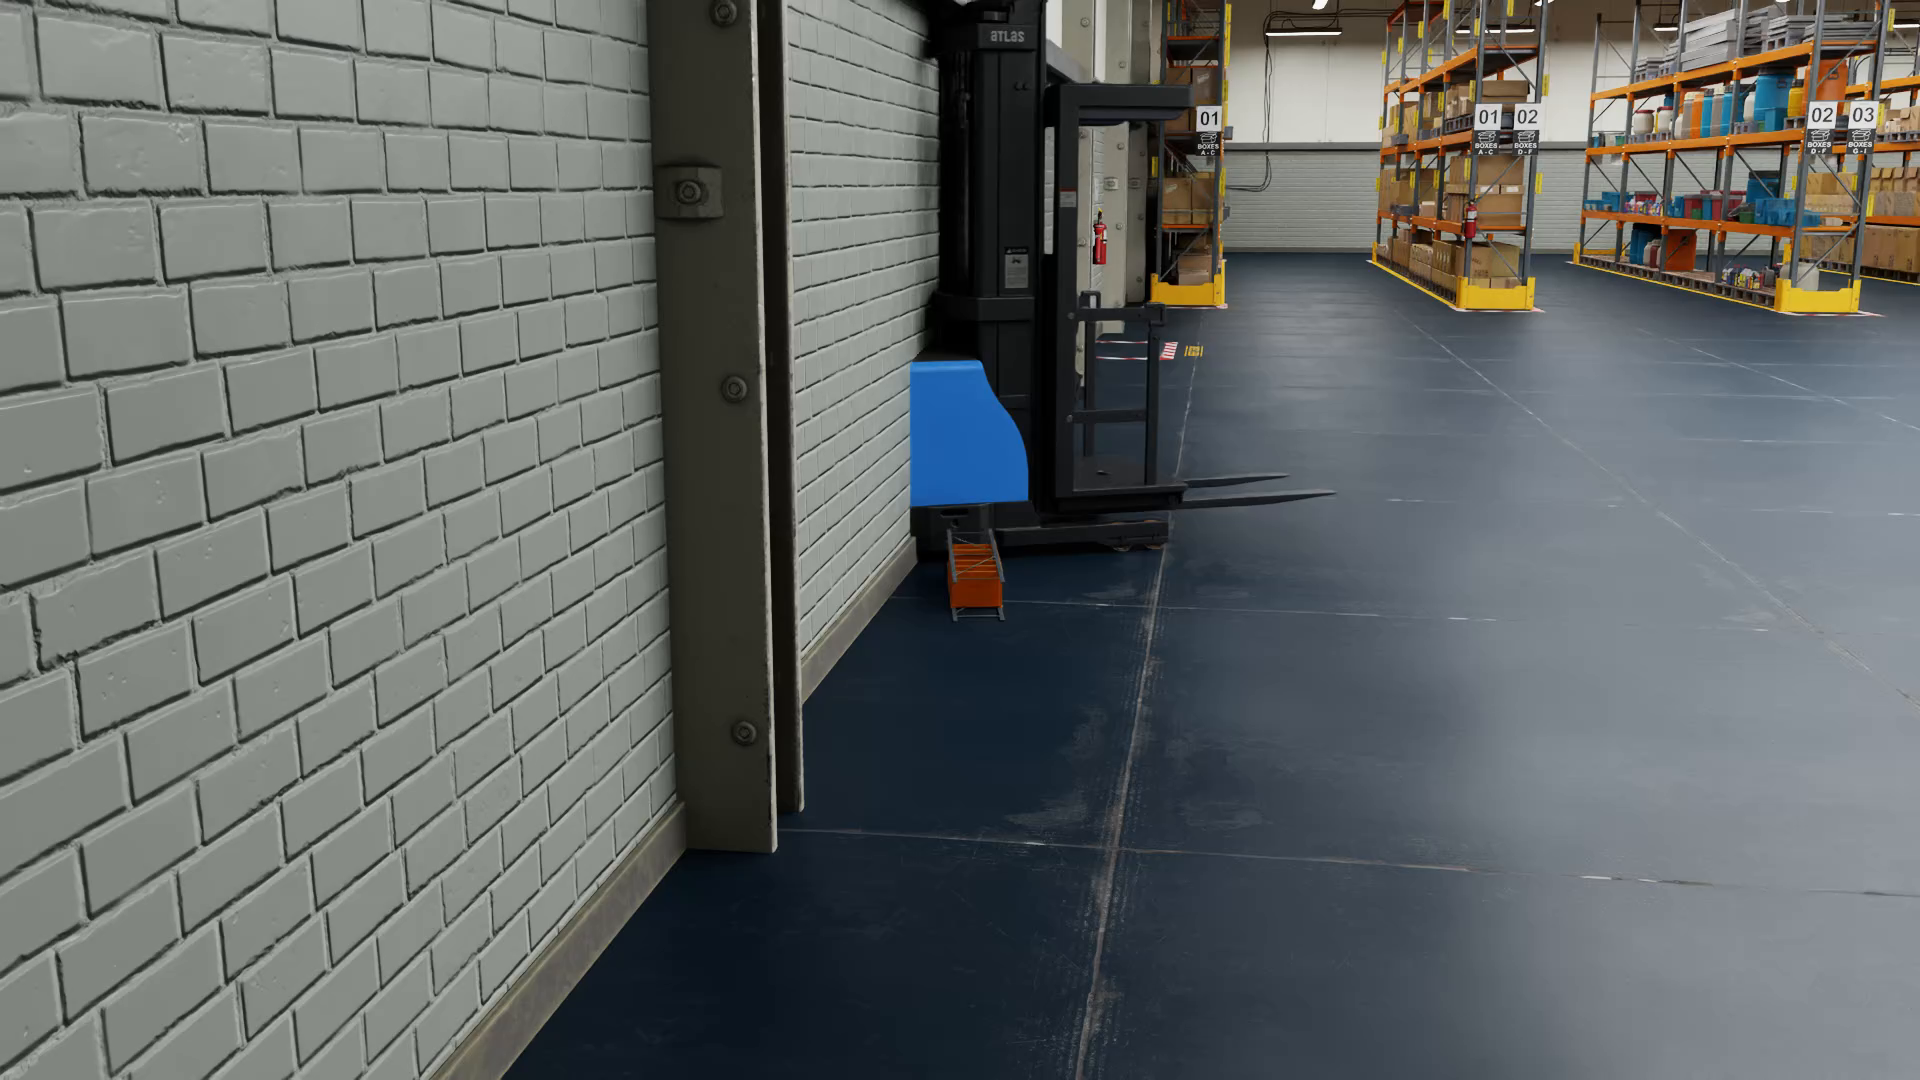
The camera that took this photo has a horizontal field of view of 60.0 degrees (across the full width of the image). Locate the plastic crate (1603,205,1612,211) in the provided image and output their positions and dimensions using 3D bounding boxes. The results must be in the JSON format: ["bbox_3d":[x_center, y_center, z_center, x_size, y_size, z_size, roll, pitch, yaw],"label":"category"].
[{"bbox_3d":[15.352,-7.830,39.191,0.293,0.136,0.466,2,12,9],"label":"plastic crate"}]

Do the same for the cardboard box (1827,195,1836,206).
[{"bbox_3d":[20.239,-7.784,38.141,0.500,0.250,0.500,2,12,10],"label":"cardboard box"}]

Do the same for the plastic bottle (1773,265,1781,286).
[{"bbox_3d":[14.307,-4.629,29.097,0.144,0.351,0.185,1,12,6],"label":"plastic bottle"}]

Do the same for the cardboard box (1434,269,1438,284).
[{"bbox_3d":[8.804,-4.724,29.824,0.500,0.250,0.500,2,12,9],"label":"cardboard box"}]

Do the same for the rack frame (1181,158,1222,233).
[{"bbox_3d":[6.207,-8.711,42.795,1.000,3.000,0.127,2,12,9],"label":"rack frame"}]

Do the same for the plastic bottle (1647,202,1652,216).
[{"bbox_3d":[14.582,-7.004,35.150,0.061,0.283,0.133,2,12,9],"label":"plastic bottle"}]

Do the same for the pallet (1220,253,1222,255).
[{"bbox_3d":[6.161,-7.179,42.305,1.003,0.211,1.213,2,12,9],"label":"pallet"}]

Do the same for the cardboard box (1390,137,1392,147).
[{"bbox_3d":[10.455,-9.430,39.366,0.500,0.250,0.500,2,12,9],"label":"cardboard box"}]

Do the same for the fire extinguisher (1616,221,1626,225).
[{"bbox_3d":[16.468,-8.187,41.431,0.296,0.674,0.183,2,12,9],"label":"fire extinguisher"}]

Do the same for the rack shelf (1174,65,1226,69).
[{"bbox_3d":[4.669,-9.015,32.622,1.077,0.370,4.000,2,12,9],"label":"rack shelf"}]

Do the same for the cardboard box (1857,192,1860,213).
[{"bbox_3d":[19.957,-7.358,36.280,0.500,0.500,0.500,2,12,9],"label":"cardboard box"}]

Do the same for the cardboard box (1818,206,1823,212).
[{"bbox_3d":[20.274,-7.724,38.808,0.380,0.149,0.250,2,12,7],"label":"cardboard box"}]

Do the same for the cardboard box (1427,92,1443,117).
[{"bbox_3d":[9.945,-8.981,34.315,0.500,0.500,0.500,2,12,9],"label":"cardboard box"}]

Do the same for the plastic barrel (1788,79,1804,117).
[{"bbox_3d":[13.585,-7.065,26.591,0.600,0.588,0.600,0,12,0],"label":"plastic barrel"}]

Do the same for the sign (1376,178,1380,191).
[{"bbox_3d":[10.566,-8.992,42.044,0.100,0.325,0.005,2,12,9],"label":"sign"}]

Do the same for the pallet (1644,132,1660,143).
[{"bbox_3d":[15.185,-8.529,35.278,1.003,0.211,1.213,2,12,9],"label":"pallet"}]

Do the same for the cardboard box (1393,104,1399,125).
[{"bbox_3d":[10.739,-10.138,39.685,0.700,0.500,0.500,2,12,9],"label":"cardboard box"}]

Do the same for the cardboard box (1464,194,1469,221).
[{"bbox_3d":[8.884,-5.579,28.025,0.700,0.500,0.500,2,12,9],"label":"cardboard box"}]

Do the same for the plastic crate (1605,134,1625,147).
[{"bbox_3d":[15.350,-9.347,38.908,0.437,0.282,0.530,2,12,9],"label":"plastic crate"}]

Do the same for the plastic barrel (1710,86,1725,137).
[{"bbox_3d":[14.115,-7.853,30.502,0.600,0.901,0.600,0,12,0],"label":"plastic barrel"}]

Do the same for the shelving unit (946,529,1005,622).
[{"bbox_3d":[0.069,0.160,8.289,0.258,0.189,1.200,0,12,-2],"label":"shelving unit"}]

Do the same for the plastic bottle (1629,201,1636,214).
[{"bbox_3d":[14.877,-7.337,36.712,0.152,0.276,0.135,2,12,9],"label":"plastic bottle"}]

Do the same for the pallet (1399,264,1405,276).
[{"bbox_3d":[10.214,-5.931,36.511,1.003,0.211,1.213,2,12,9],"label":"pallet"}]

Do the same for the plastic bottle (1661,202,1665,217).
[{"bbox_3d":[14.406,-6.766,34.046,0.061,0.283,0.133,2,12,9],"label":"plastic bottle"}]

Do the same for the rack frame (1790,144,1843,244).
[{"bbox_3d":[20.890,-8.230,40.561,1.000,3.000,0.127,2,12,9],"label":"rack frame"}]

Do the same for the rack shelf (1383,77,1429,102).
[{"bbox_3d":[10.795,-10.715,39.567,1.077,0.370,4.000,2,12,9],"label":"rack shelf"}]

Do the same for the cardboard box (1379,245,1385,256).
[{"bbox_3d":[10.584,-7.110,40.849,0.500,0.250,0.500,2,12,9],"label":"cardboard box"}]

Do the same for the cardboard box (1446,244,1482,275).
[{"bbox_3d":[8.569,-4.779,28.297,0.500,0.500,0.500,2,12,9],"label":"cardboard box"}]

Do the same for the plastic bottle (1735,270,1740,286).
[{"bbox_3d":[13.521,-4.553,28.902,0.061,0.283,0.133,2,12,11],"label":"plastic bottle"}]

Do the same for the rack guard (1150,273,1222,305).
[{"bbox_3d":[3.758,-4.175,27.677,1.175,0.500,0.348,2,12,9],"label":"rack guard"}]

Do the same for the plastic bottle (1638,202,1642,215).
[{"bbox_3d":[14.755,-7.172,35.947,0.152,0.276,0.135,2,12,9],"label":"plastic bottle"}]

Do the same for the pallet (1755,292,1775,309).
[{"bbox_3d":[13.631,-3.883,27.009,1.003,0.211,1.213,2,12,9],"label":"pallet"}]

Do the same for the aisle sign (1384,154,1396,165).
[{"bbox_3d":[10.823,-9.846,41.890,0.394,0.787,0.004,2,12,9],"label":"aisle sign"}]

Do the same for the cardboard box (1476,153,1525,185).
[{"bbox_3d":[8.734,-6.012,26.952,0.700,0.500,0.500,2,12,9],"label":"cardboard box"}]

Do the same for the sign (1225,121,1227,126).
[{"bbox_3d":[5.512,-8.747,34.614,0.100,0.325,0.005,2,12,9],"label":"sign"}]

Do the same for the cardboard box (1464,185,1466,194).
[{"bbox_3d":[8.671,-5.887,27.915,0.380,0.149,0.250,2,12,10],"label":"cardboard box"}]

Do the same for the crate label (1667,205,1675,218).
[{"bbox_3d":[14.331,-6.568,33.246,0.303,0.233,0.416,2,12,9],"label":"crate label"}]

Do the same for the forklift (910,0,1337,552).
[{"bbox_3d":[0.663,-1.473,9.370,3.031,2.935,1.130,-3,13,-16],"label":"forklift"}]

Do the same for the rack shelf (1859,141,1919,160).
[{"bbox_3d":[19.967,-8.096,34.525,1.077,0.370,4.000,2,12,9],"label":"rack shelf"}]

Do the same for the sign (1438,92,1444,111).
[{"bbox_3d":[8.719,-7.942,30.132,0.100,0.325,0.005,2,12,9],"label":"sign"}]

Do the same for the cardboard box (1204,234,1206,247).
[{"bbox_3d":[4.694,-6.030,33.464,0.500,0.250,0.500,2,12,8],"label":"cardboard box"}]

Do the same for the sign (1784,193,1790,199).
[{"bbox_3d":[14.692,-6.008,29.592,0.100,0.325,0.005,2,12,9],"label":"sign"}]

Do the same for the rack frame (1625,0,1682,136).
[{"bbox_3d":[15.381,-10.490,36.810,1.000,3.000,0.127,2,12,9],"label":"rack frame"}]

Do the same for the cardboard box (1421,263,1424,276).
[{"bbox_3d":[9.192,-5.222,32.135,0.500,0.250,0.500,2,12,10],"label":"cardboard box"}]

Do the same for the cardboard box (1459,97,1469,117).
[{"bbox_3d":[8.644,-7.281,27.923,0.500,0.311,0.500,3,13,15],"label":"cardboard box"}]

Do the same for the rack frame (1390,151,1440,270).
[{"bbox_3d":[10.487,-7.719,38.191,1.000,3.000,0.127,2,12,9],"label":"rack frame"}]

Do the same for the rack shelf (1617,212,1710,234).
[{"bbox_3d":[15.073,-6.790,35.586,1.077,0.370,4.000,2,12,9],"label":"rack shelf"}]

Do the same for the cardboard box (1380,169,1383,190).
[{"bbox_3d":[10.773,-9.005,41.549,0.500,0.500,0.500,2,12,10],"label":"cardboard box"}]

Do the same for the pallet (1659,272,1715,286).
[{"bbox_3d":[14.608,-5.202,33.130,1.003,0.211,1.213,2,12,9],"label":"pallet"}]

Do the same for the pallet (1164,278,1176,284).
[{"bbox_3d":[4.293,-4.709,30.844,1.003,0.211,1.213,2,12,9],"label":"pallet"}]
